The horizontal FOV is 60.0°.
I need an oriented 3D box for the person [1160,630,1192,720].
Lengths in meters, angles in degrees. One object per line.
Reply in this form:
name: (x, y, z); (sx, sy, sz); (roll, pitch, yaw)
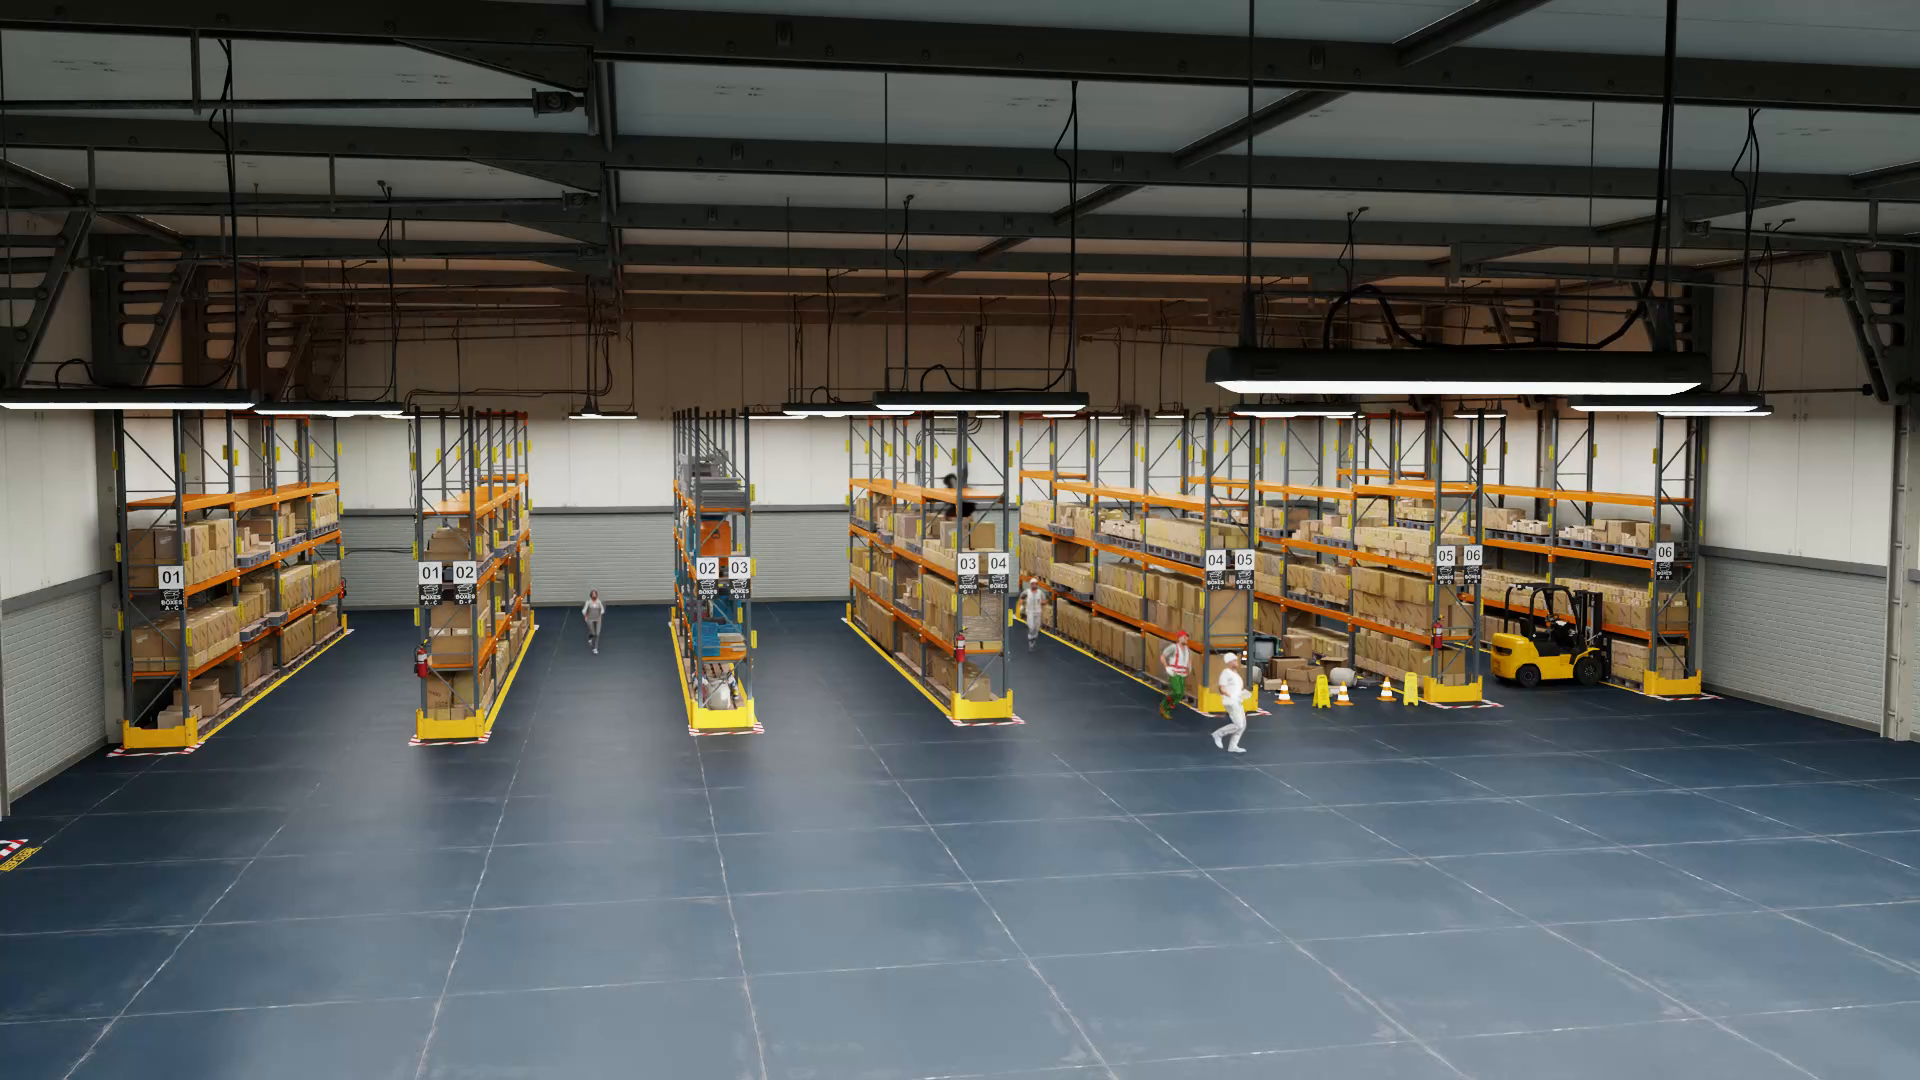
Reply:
person: (4.231, 2.596, 31.986); (0.693, 1.707, 0.521); (-3, 5, -33)

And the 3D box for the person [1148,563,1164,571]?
person: (5.895, 1.278, 50.840); (0.683, 1.736, 0.624); (0, 4, -6)

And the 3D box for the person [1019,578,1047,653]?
person: (1.829, 1.871, 41.522); (0.649, 1.842, 0.798); (-1, 4, -11)

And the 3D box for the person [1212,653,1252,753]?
person: (4.692, 2.811, 28.745); (0.621, 1.730, 0.681); (2, 4, 22)

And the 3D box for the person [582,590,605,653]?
person: (-9.097, 2.019, 41.335); (0.537, 1.560, 0.549); (-2, 4, -22)
